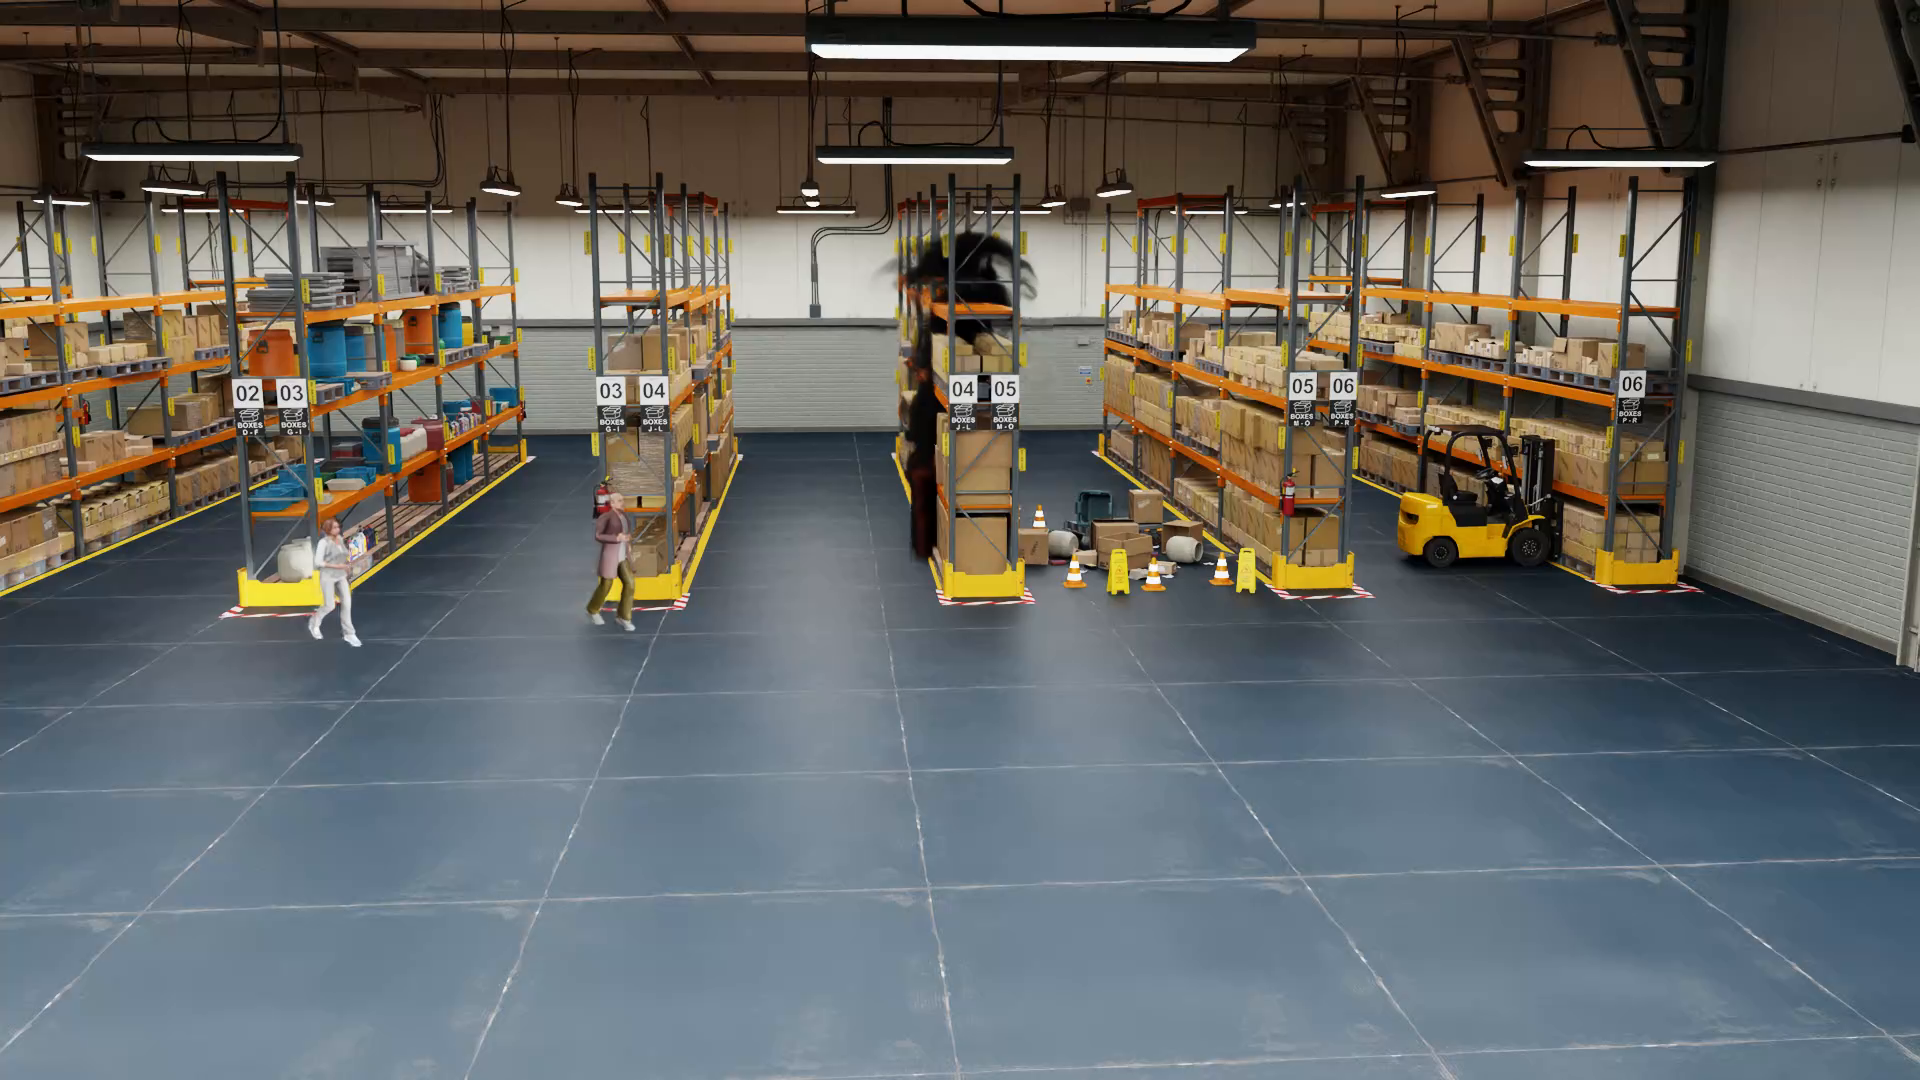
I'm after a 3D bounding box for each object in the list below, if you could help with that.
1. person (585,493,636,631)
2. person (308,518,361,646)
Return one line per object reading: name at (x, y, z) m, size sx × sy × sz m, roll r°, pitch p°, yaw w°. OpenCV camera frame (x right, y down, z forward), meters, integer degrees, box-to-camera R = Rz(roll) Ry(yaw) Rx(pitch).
person at (-4.590, 0.284, 22.061) m, size 0.847 × 1.839 × 0.702 m, roll 7°, pitch 12°, yaw 36°
person at (-7.976, 0.524, 21.125) m, size 0.777 × 1.624 × 0.561 m, roll 5°, pitch 11°, yaw 25°
